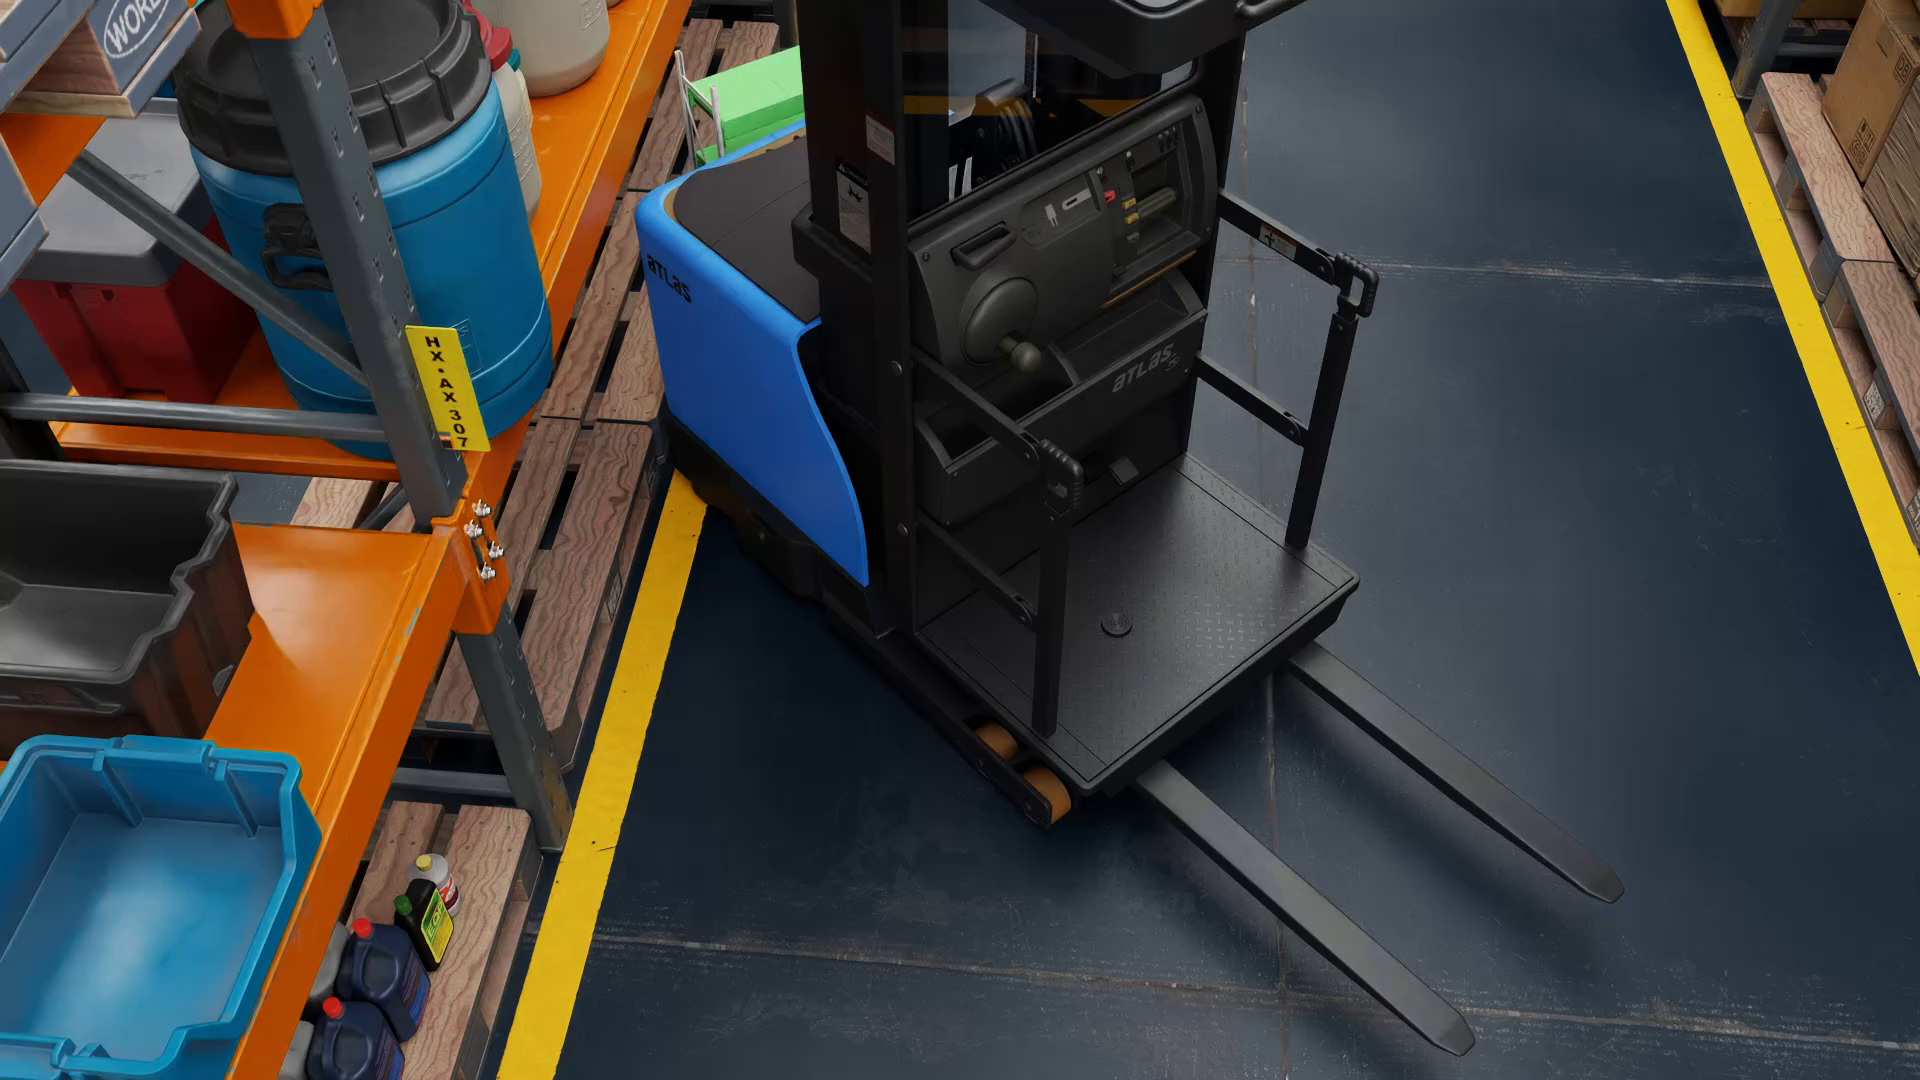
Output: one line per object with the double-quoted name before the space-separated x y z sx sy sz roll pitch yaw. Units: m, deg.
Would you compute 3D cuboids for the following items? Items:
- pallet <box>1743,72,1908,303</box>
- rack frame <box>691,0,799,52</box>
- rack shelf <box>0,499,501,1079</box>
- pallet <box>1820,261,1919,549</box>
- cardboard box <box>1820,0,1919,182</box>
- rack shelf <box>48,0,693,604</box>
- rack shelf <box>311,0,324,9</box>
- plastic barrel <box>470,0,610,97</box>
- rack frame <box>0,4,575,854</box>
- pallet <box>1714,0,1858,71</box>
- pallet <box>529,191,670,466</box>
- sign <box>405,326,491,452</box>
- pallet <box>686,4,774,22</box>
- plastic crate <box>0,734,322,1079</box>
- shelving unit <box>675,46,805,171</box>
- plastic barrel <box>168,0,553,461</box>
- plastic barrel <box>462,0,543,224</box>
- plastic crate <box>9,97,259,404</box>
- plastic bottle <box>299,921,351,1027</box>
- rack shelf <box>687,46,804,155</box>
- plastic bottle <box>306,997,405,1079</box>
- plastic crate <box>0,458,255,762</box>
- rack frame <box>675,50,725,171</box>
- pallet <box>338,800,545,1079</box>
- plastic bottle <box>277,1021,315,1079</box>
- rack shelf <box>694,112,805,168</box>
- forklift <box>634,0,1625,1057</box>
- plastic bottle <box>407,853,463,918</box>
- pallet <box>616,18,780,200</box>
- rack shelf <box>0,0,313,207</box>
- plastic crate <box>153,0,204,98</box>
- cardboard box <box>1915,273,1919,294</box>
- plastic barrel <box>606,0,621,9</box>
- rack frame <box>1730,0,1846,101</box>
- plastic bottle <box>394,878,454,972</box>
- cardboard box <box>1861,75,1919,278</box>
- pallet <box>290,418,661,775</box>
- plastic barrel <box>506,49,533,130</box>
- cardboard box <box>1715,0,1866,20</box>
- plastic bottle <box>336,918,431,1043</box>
"pallet" 3.664 -1.339 6.331 1.003 0.211 1.213 4 48 4
"rack frame" -1.196 -3.187 6.132 1.000 3.000 0.127 4 48 4
"rack shelf" -1.743 1.465 2.365 1.077 0.370 4.000 4 48 4
"pallet" 3.550 -0.445 5.514 1.003 0.211 1.213 4 48 4
"cardboard box" 3.695 -1.665 6.136 0.700 0.500 0.500 2 48 1
"rack shelf" -1.378 -1.475 5.054 1.077 0.370 4.000 4 48 4
"rack shelf" -1.378 -2.487 3.947 1.077 0.370 4.000 4 48 4
"plastic barrel" -1.188 -1.521 4.516 0.433 0.535 0.433 0 48 0
"rack frame" -1.561 -0.248 3.444 1.000 3.000 0.127 4 48 4
"pallet" 3.883 -2.487 7.382 1.003 0.211 1.213 4 48 4
"pallet" -1.419 -0.785 5.825 1.003 0.211 1.213 4 48 4
"sign" -1.014 -0.296 3.301 0.100 0.325 0.005 4 48 4
"pallet" -1.166 -2.828 7.694 1.003 0.211 1.213 4 48 4
"plastic crate" -1.391 0.634 2.738 0.499 0.251 0.616 4 48 4
"shelving unit" -0.576 -1.081 5.425 0.503 1.200 0.258 -26 53 -22
"plastic barrel" -1.224 -0.681 3.500 0.600 0.901 0.708 4 48 4
"plastic barrel" -1.255 -0.982 4.023 0.433 0.535 0.433 0 48 0
"plastic crate" -1.821 -0.646 3.765 0.402 0.464 0.583 4 48 4
"plastic bottle" -1.476 0.981 3.817 0.144 0.351 0.185 4 48 4
"rack shelf" -0.576 -1.362 5.118 0.480 0.148 0.258 -26 53 -22
"plastic bottle" -1.350 1.131 3.679 0.144 0.351 0.185 2 48 2
"plastic crate" -1.735 0.149 3.123 0.767 0.338 0.504 4 48 4
"rack frame" -0.778 -0.980 5.333 0.015 1.200 0.240 -26 53 -22
"pallet" -1.663 1.184 4.024 1.003 0.211 1.213 4 48 4
"plastic bottle" -1.500 1.165 3.699 0.152 0.276 0.135 4 48 4
"rack shelf" -0.576 -1.200 5.295 0.480 0.148 0.258 -26 53 -22
"forklift" 0.413 -0.642 3.851 1.130 2.935 3.031 -33 56 -26
"plastic bottle" -1.283 0.836 4.051 0.097 0.201 0.097 0 48 0
"pallet" -1.305 -1.679 6.643 1.003 0.211 1.213 4 48 4
"rack shelf" -1.743 0.452 1.258 1.077 0.370 4.000 4 48 4
"plastic crate" -1.770 -1.074 4.210 0.392 0.384 0.575 4 48 4
"cardboard box" 3.612 -0.840 5.381 0.700 0.500 0.500 7 48 7
"plastic barrel" -1.149 -1.839 4.807 0.433 0.535 0.433 0 48 0
"rack frame" 3.736 -2.854 5.828 1.000 3.000 0.127 4 48 4
"plastic bottle" -1.276 0.896 3.940 0.061 0.283 0.133 6 48 5
"cardboard box" 3.657 -1.257 5.763 0.700 0.500 0.500 0 48 0
"pallet" -1.528 0.114 5.003 1.003 0.211 1.213 4 48 4
"plastic barrel" -1.287 -1.163 4.375 0.301 0.262 0.301 0 48 0
"cardboard box" 3.820 -2.784 6.919 1.225 0.875 0.875 2 48 2
"plastic bottle" -1.332 0.990 3.808 0.144 0.351 0.185 3 48 2
